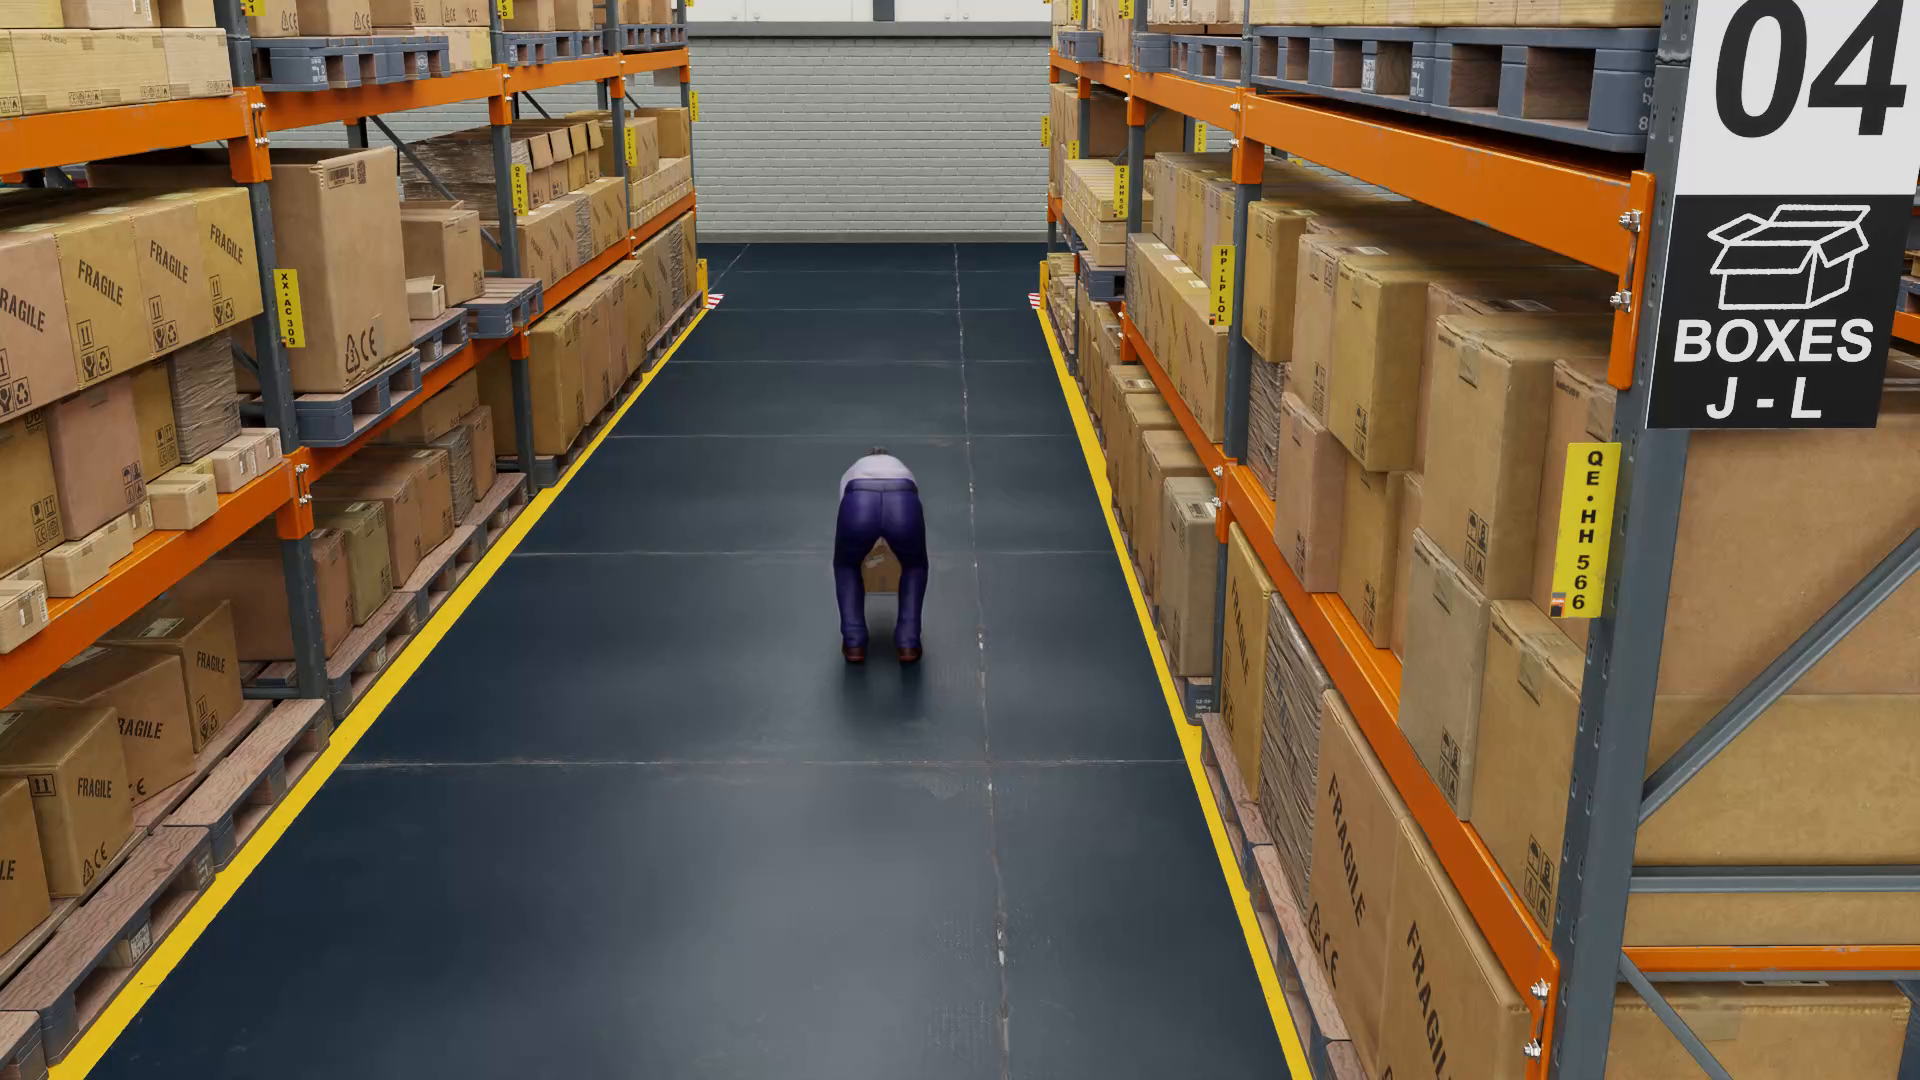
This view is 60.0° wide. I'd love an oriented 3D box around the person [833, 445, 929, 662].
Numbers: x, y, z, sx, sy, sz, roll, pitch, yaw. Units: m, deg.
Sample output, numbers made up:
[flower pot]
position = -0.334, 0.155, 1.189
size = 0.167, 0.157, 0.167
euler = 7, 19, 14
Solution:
[person]
position = -0.406, 0.055, 8.511
size = 0.486, 0.989, 0.911
euler = -1, 17, -3
